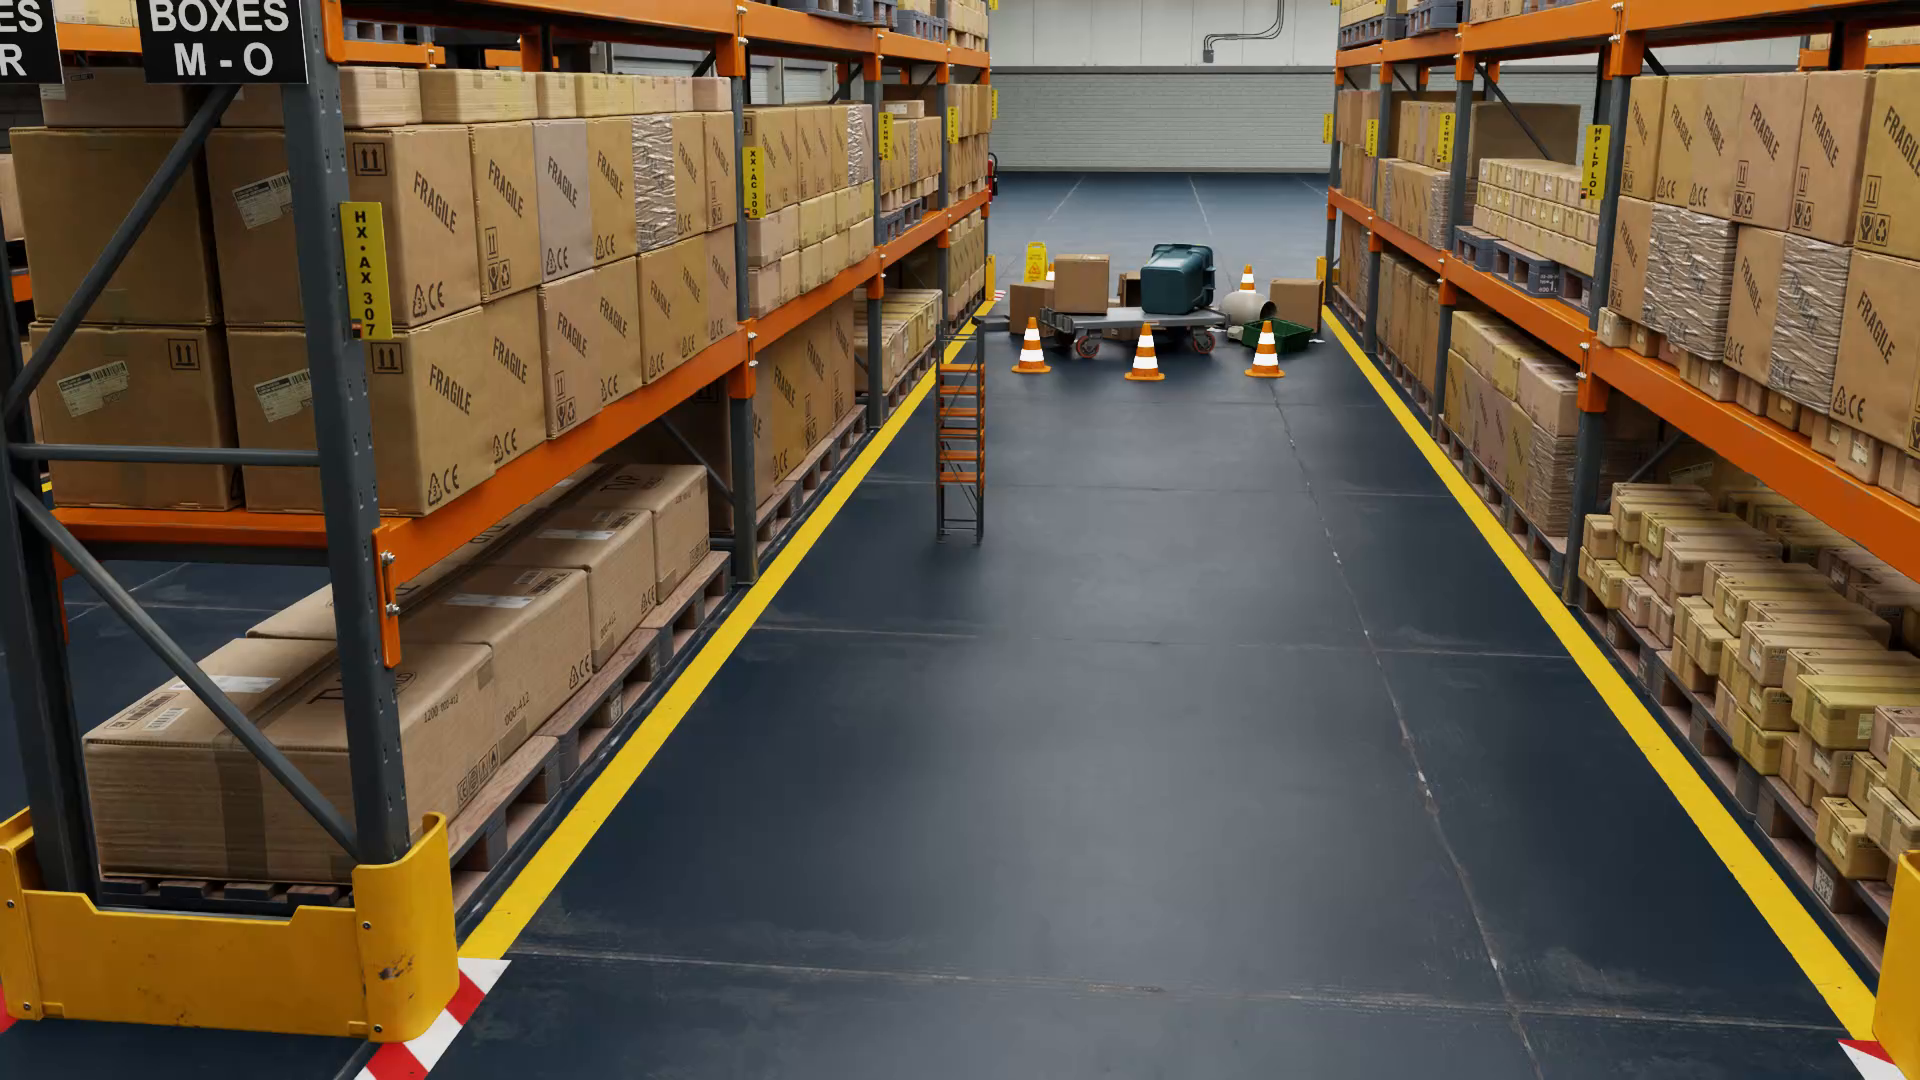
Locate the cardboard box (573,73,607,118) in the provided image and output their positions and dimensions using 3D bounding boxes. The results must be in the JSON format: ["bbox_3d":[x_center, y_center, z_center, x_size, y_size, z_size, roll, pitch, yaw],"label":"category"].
[{"bbox_3d":[-1.441,-1.534,5.740,0.380,0.149,0.250,1,15,5],"label":"cardboard box"}]

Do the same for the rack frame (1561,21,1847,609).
[{"bbox_3d":[3.408,-1.123,7.570,1.000,3.000,0.127,2,15,6],"label":"rack frame"}]

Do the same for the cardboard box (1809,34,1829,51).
[{"bbox_3d":[9.368,-5.322,17.637,0.500,0.250,0.500,2,15,8],"label":"cardboard box"}]

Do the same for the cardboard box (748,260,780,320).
[{"bbox_3d":[-1.210,-1.277,8.425,0.500,0.250,0.500,1,15,5],"label":"cardboard box"}]

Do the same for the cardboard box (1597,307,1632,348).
[{"bbox_3d":[3.051,-0.938,7.367,0.380,0.149,0.250,2,15,8],"label":"cardboard box"}]

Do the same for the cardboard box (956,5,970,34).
[{"bbox_3d":[-0.179,-5.207,16.642,0.500,0.250,0.500,2,15,7],"label":"cardboard box"}]

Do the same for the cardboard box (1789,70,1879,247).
[{"bbox_3d":[2.868,-1.153,5.003,0.500,0.500,0.500,2,15,9],"label":"cardboard box"}]

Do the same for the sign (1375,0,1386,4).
[{"bbox_3d":[3.759,-4.950,14.833,0.100,0.325,0.005,2,15,6],"label":"sign"}]

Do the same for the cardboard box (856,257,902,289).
[{"bbox_3d":[-0.819,-2.717,16.488,0.500,0.500,0.500,1,15,5],"label":"cardboard box"}]

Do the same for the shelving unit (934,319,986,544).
[{"bbox_3d":[0.002,-0.583,9.019,0.258,1.200,0.189,2,15,6],"label":"shelving unit"}]

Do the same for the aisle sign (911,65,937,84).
[{"bbox_3d":[-0.469,-5.635,19.276,0.394,0.787,0.004,2,15,6],"label":"aisle sign"}]

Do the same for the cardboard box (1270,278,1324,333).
[{"bbox_3d":[3.466,-2.426,17.170,0.500,0.500,0.500,4,16,16],"label":"cardboard box"}]

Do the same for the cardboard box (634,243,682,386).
[{"bbox_3d":[-1.415,-0.899,6.548,0.500,0.500,0.500,1,15,5],"label":"cardboard box"}]

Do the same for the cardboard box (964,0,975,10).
[{"bbox_3d":[-0.052,-5.572,17.228,0.380,0.149,0.250,2,15,8],"label":"cardboard box"}]

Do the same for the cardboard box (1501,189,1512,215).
[{"bbox_3d":[3.522,-2.061,10.145,0.380,0.149,0.250,2,15,7],"label":"cardboard box"}]

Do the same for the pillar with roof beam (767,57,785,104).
[{"bbox_3d":[0.235,-11.784,35.502,9.100,9.000,0.400,2,15,6],"label":"pillar with roof beam"}]

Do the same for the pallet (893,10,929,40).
[{"bbox_3d":[-0.908,-4.249,13.743,1.213,0.211,1.003,2,15,6],"label":"pallet"}]

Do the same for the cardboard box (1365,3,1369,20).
[{"bbox_3d":[4.149,-5.143,16.175,0.380,0.149,0.250,2,15,7],"label":"cardboard box"}]

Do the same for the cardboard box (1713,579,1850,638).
[{"bbox_3d":[2.962,0.251,6.005,0.380,0.149,0.250,2,15,7],"label":"cardboard box"}]

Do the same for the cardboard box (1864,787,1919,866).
[{"bbox_3d":[2.733,0.799,4.549,0.380,0.149,0.250,1,15,5],"label":"cardboard box"}]

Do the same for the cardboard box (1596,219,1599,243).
[{"bbox_3d":[3.257,-1.457,7.912,0.380,0.149,0.250,2,15,8],"label":"cardboard box"}]

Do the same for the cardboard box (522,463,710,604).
[{"bbox_3d":[-1.699,-0.049,7.701,0.875,0.438,0.875,1,15,5],"label":"cardboard box"}]

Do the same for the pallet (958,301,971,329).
[{"bbox_3d":[-0.443,-2.464,17.871,1.003,0.211,1.213,2,15,6],"label":"pallet"}]

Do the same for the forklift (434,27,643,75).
[{"bbox_3d":[-2.781,-2.147,11.487,1.130,2.935,3.031,2,15,6],"label":"forklift"}]

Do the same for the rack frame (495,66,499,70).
[{"bbox_3d":[-5.100,-4.500,20.059,1.000,3.000,0.127,2,15,6],"label":"rack frame"}]

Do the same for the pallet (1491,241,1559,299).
[{"bbox_3d":[3.677,-1.554,9.528,1.003,0.211,1.213,2,15,6],"label":"pallet"}]

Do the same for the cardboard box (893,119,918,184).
[{"bbox_3d":[-0.620,-3.188,13.638,0.500,0.500,0.500,1,15,4],"label":"cardboard box"}]

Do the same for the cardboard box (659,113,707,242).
[{"bbox_3d":[-1.366,-1.512,6.900,0.500,0.500,0.500,1,15,5],"label":"cardboard box"}]

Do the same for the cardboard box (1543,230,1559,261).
[{"bbox_3d":[3.369,-1.583,8.946,0.380,0.149,0.250,1,15,4],"label":"cardboard box"}]

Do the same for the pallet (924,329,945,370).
[{"bbox_3d":[-0.705,-1.770,15.302,1.003,0.211,1.213,2,15,6],"label":"pallet"}]

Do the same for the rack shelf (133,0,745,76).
[{"bbox_3d":[-1.747,-1.825,5.796,1.077,0.370,4.000,2,15,6],"label":"rack shelf"}]

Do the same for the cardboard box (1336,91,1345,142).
[{"bbox_3d":[4.682,-4.734,18.568,0.875,0.550,0.550,2,15,6],"label":"cardboard box"}]

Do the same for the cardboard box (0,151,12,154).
[{"bbox_3d":[-6.003,-2.249,10.732,0.797,0.503,0.637,1,15,5],"label":"cardboard box"}]

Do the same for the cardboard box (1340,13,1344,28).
[{"bbox_3d":[4.405,-5.734,18.359,0.380,0.149,0.250,2,15,7],"label":"cardboard box"}]

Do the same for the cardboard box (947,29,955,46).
[{"bbox_3d":[-0.252,-4.784,15.844,0.380,0.149,0.250,2,15,6],"label":"cardboard box"}]

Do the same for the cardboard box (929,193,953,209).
[{"bbox_3d":[-0.265,-3.269,15.985,0.380,0.149,0.250,2,15,6],"label":"cardboard box"}]

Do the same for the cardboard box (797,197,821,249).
[{"bbox_3d":[-1.077,-1.784,9.342,0.500,0.250,0.500,2,15,7],"label":"cardboard box"}]

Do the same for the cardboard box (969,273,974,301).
[{"bbox_3d":[-0.111,-2.743,18.023,0.500,0.250,0.500,1,15,4],"label":"cardboard box"}]

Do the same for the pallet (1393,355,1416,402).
[{"bbox_3d":[4.164,-1.332,13.685,1.003,0.211,1.213,2,15,6],"label":"pallet"}]

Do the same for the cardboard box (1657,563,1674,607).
[{"bbox_3d":[3.085,0.194,6.787,0.380,0.149,0.250,1,15,3],"label":"cardboard box"}]

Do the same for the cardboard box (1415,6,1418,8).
[{"bbox_3d":[3.947,-4.514,13.849,0.250,0.149,0.380,2,15,6],"label":"cardboard box"}]

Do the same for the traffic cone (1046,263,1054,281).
[{"bbox_3d":[1.066,-2.981,19.300,0.336,0.463,0.334,2,15,6],"label":"traffic cone"}]

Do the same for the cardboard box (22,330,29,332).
[{"bbox_3d":[-5.983,-1.329,11.071,0.380,0.149,0.250,1,15,5],"label":"cardboard box"}]

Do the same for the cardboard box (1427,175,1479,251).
[{"bbox_3d":[3.644,-2.334,11.855,0.500,0.500,0.500,2,15,6],"label":"cardboard box"}]

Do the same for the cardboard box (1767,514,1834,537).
[{"bbox_3d":[3.616,-0.005,6.951,0.380,0.149,0.250,2,15,6],"label":"cardboard box"}]

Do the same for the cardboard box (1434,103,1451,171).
[{"bbox_3d":[4.032,-3.072,12.670,0.700,0.500,0.500,1,15,5],"label":"cardboard box"}]

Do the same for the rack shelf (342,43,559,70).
[{"bbox_3d":[-5.326,-5.082,17.843,1.077,0.370,4.000,2,15,6],"label":"rack shelf"}]

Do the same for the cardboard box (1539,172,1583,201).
[{"bbox_3d":[3.407,-1.940,9.126,0.380,0.149,0.250,1,15,4],"label":"cardboard box"}]

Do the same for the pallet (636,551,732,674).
[{"bbox_3d":[-1.685,0.298,7.655,1.003,0.211,1.213,2,15,6],"label":"pallet"}]

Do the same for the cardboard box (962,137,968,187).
[{"bbox_3d":[-0.189,-3.876,16.989,0.500,0.500,0.500,2,15,6],"label":"cardboard box"}]

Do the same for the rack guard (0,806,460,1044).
[{"bbox_3d":[-1.976,1.007,4.479,1.175,0.500,0.348,2,15,6],"label":"rack guard"}]

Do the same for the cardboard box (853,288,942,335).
[{"bbox_3d":[-0.676,-2.116,15.470,0.950,0.372,0.625,2,15,7],"label":"cardboard box"}]

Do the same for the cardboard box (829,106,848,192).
[{"bbox_3d":[-0.981,-2.408,10.212,0.500,0.500,0.500,2,15,6],"label":"cardboard box"}]

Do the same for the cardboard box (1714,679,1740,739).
[{"bbox_3d":[2.885,0.607,5.830,0.380,0.149,0.250,2,15,7],"label":"cardboard box"}]

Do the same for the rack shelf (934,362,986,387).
[{"bbox_3d":[0.002,-0.888,8.937,0.258,0.103,0.180,2,15,6],"label":"rack shelf"}]

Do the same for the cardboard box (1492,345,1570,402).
[{"bbox_3d":[3.358,-0.952,9.485,0.500,0.250,0.500,1,15,4],"label":"cardboard box"}]

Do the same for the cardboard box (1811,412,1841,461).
[{"bbox_3d":[2.856,-0.321,5.083,0.380,0.149,0.250,1,15,4],"label":"cardboard box"}]

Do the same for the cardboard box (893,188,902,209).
[{"bbox_3d":[-0.655,-2.653,12.905,0.380,0.149,0.250,2,15,7],"label":"cardboard box"}]

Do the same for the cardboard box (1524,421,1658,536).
[{"bbox_3d":[3.241,-0.319,8.579,0.500,0.500,0.500,1,15,5],"label":"cardboard box"}]
